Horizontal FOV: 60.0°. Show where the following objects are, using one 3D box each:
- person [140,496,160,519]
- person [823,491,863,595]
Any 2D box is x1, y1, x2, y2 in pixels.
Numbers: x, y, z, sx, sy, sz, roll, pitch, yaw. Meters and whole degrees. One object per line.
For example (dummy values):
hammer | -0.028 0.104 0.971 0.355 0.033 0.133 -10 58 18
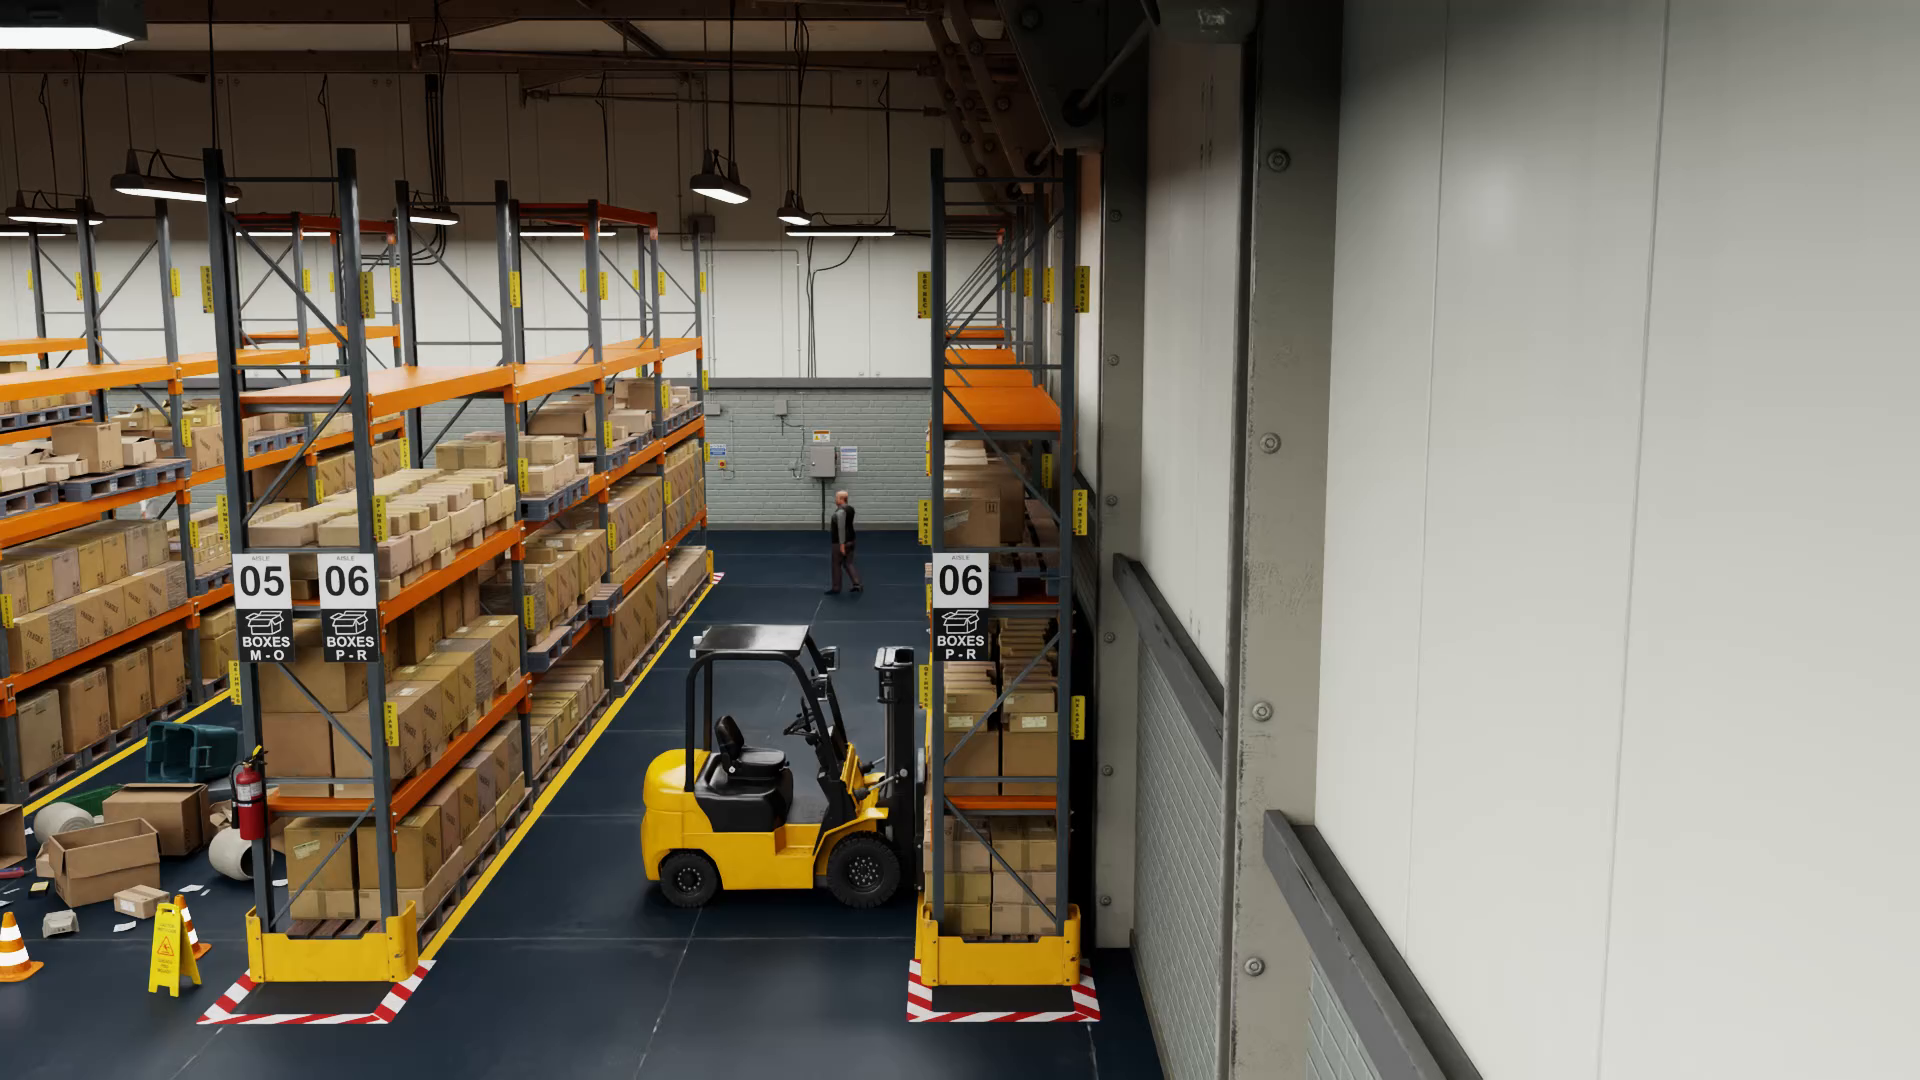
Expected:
person | -14.491 -0.387 29.788 0.419 1.607 0.446 -1 9 -5
person | -1.907 0.061 26.820 0.712 1.735 0.586 4 10 22
